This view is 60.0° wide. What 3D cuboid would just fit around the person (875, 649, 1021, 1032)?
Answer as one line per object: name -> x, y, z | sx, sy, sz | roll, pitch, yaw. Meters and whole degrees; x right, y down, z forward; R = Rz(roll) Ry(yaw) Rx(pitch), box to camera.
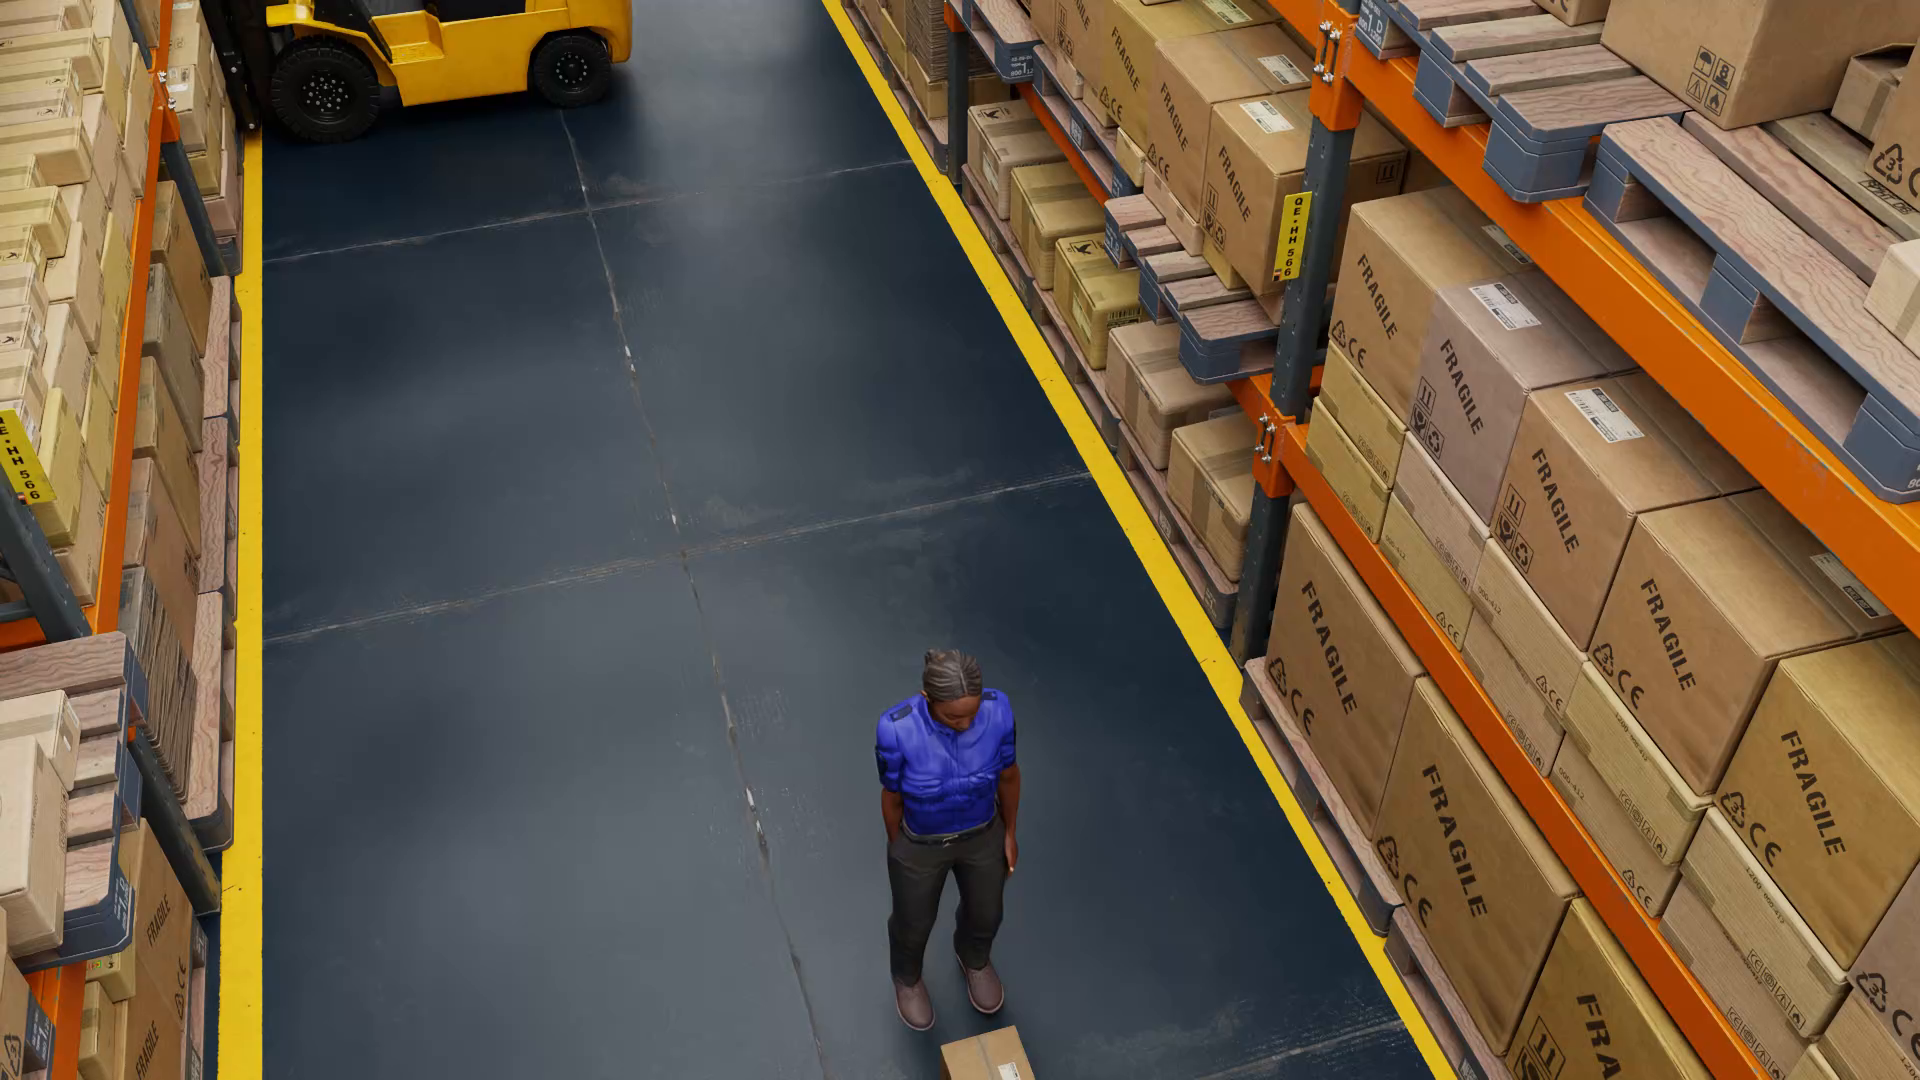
person -> -0.025, 0.928, 5.167 | 0.440, 1.658, 0.305 | -11, 44, -12
